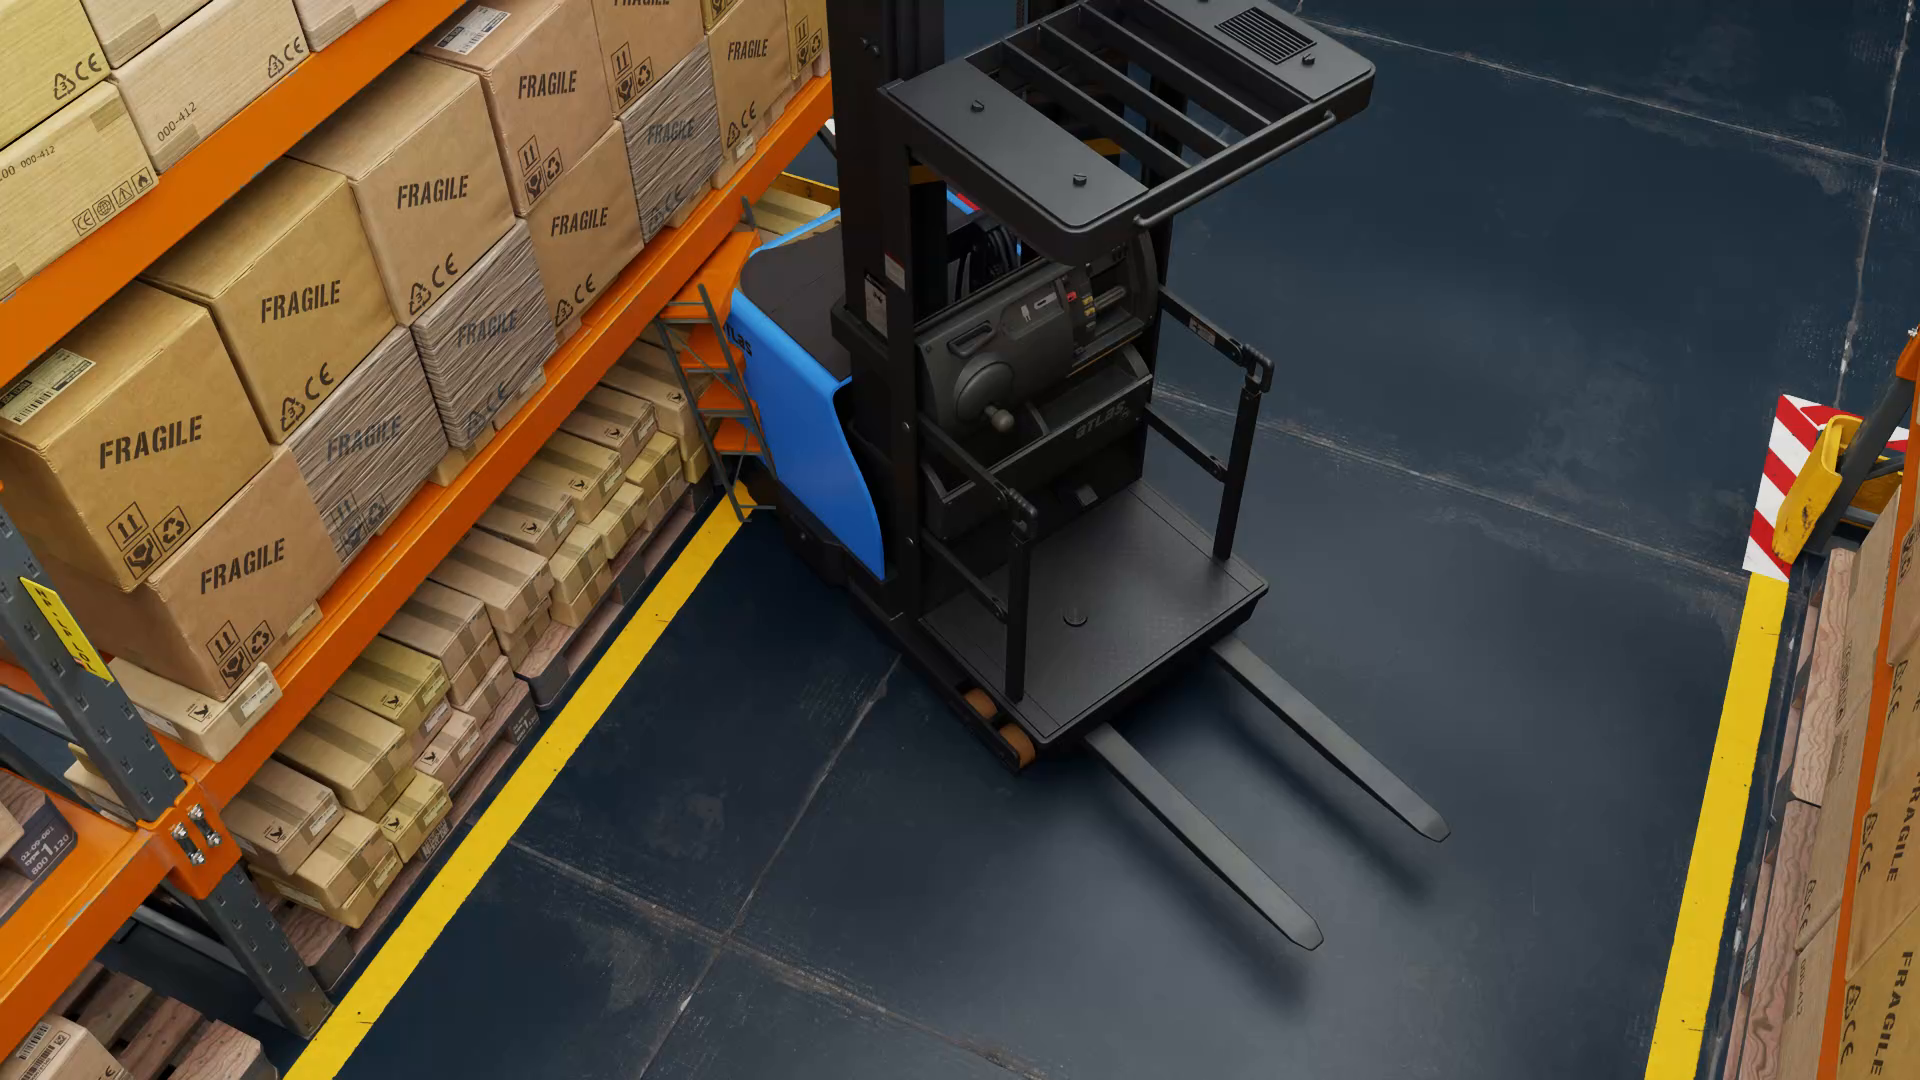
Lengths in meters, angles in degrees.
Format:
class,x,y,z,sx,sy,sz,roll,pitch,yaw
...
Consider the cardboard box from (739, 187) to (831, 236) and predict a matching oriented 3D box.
class,x,y,z,sx,sy,sz,roll,pitch,yaw
cardboard box,-0.757,-1.314,6.919,0.380,0.149,0.250,20,53,16

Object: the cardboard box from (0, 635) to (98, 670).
class,x,y,z,sx,sy,sz,roll,pitch,yaw
cardboard box,-2.558,0.207,4.585,0.380,0.149,0.250,19,52,16

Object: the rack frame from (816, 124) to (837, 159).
class,x,y,z,sx,sy,sz,roll,pitch,yaw
rack frame,-0.759,-2.356,6.601,1.000,3.000,0.127,20,52,16

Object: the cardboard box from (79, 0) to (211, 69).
class,x,y,z,sx,sy,sz,roll,pitch,yaw
cardboard box,-1.828,-1.282,3.488,0.500,0.250,0.500,20,52,16

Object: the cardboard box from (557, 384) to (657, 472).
class,x,y,z,sx,sy,sz,roll,pitch,yaw
cardboard box,-1.357,-0.434,6.171,0.380,0.149,0.250,18,52,15

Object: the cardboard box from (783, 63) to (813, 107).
class,x,y,z,sx,sy,sz,roll,pitch,yaw
cardboard box,-0.783,-1.799,6.292,0.380,0.149,0.250,20,52,16

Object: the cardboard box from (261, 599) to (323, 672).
class,x,y,z,sx,sy,sz,roll,pitch,yaw
cardboard box,-2.008,0.189,4.600,0.380,0.149,0.250,21,53,17

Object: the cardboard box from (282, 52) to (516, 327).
class,x,y,z,sx,sy,sz,roll,pitch,yaw
cardboard box,-1.604,-0.985,4.516,0.500,0.500,0.500,21,53,17

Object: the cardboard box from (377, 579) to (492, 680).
class,x,y,z,sx,sy,sz,roll,pitch,yaw
cardboard box,-1.808,0.276,5.567,0.380,0.149,0.250,19,52,15

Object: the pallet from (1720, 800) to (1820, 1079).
class,x,y,z,sx,sy,sz,roll,pitch,yaw
pallet,2.966,1.501,5.149,1.003,0.211,1.213,20,52,16

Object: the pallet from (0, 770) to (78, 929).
class,x,y,z,sx,sy,sz,roll,pitch,yaw
pallet,-2.926,0.939,3.922,1.003,0.211,1.213,20,52,16

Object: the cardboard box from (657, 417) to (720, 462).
class,x,y,z,sx,sy,sz,roll,pitch,yaw
cardboard box,-1.157,-0.489,6.413,0.380,0.149,0.250,21,53,17

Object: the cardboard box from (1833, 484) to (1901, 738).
class,x,y,z,sx,sy,sz,roll,pitch,yaw
cardboard box,3.568,0.366,5.691,0.875,0.438,0.875,18,52,15

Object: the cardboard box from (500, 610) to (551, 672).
class,x,y,z,sx,sy,sz,roll,pitch,yaw
cardboard box,-1.703,0.281,5.953,0.380,0.149,0.250,18,52,15

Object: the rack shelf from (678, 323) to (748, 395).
class,x,y,z,sx,sy,sz,roll,pitch,yaw
rack shelf,-0.853,-0.760,6.185,0.258,0.148,0.480,2,49,17

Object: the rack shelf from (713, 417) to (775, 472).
class,x,y,z,sx,sy,sz,roll,pitch,yaw
rack shelf,-0.771,-0.478,6.488,0.258,0.148,0.480,2,49,17

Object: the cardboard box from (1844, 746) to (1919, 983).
class,x,y,z,sx,sy,sz,roll,pitch,yaw
cardboard box,2.434,0.797,3.852,0.500,0.500,0.500,19,52,16

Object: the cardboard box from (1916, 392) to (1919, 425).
class,x,y,z,sx,sy,sz,roll,pitch,yaw
cardboard box,3.295,-0.611,5.050,0.500,0.500,0.500,19,52,16

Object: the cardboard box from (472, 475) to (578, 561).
class,x,y,z,sx,sy,sz,roll,pitch,yaw
cardboard box,-1.584,-0.088,5.876,0.380,0.149,0.250,18,52,15

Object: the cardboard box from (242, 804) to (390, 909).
class,x,y,z,sx,sy,sz,roll,pitch,yaw
cardboard box,-2.024,0.944,5.193,0.380,0.149,0.250,22,53,18

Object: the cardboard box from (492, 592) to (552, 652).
class,x,y,z,sx,sy,sz,roll,pitch,yaw
cardboard box,-1.669,0.194,5.831,0.380,0.149,0.250,22,53,18

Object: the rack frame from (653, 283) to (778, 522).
class,x,y,z,sx,sy,sz,roll,pitch,yaw
rack frame,-0.876,-0.474,6.142,0.240,1.200,0.015,2,49,17

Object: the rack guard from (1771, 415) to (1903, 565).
class,x,y,z,sx,sy,sz,roll,pitch,yaw
rack guard,3.770,-0.022,6.255,1.175,0.500,0.348,20,52,16

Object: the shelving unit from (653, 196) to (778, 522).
class,x,y,z,sx,sy,sz,roll,pitch,yaw
shelving unit,-0.823,-0.656,6.297,0.258,1.200,0.503,2,49,17

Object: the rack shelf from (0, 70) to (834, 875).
class,x,y,z,sx,sy,sz,roll,pitch,yaw
rack shelf,-1.614,-0.746,5.703,1.077,0.370,4.000,20,52,16

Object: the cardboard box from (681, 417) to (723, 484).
class,x,y,z,sx,sy,sz,roll,pitch,yaw
cardboard box,-1.151,-0.404,6.536,0.380,0.149,0.250,18,52,14

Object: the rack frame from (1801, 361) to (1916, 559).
class,x,y,z,sx,sy,sz,roll,pitch,yaw
rack frame,3.759,-0.815,5.289,1.000,3.000,0.127,20,52,16

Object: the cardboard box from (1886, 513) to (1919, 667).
class,x,y,z,sx,sy,sz,roll,pitch,yaw
cardboard box,2.870,0.091,4.452,0.500,0.500,0.500,20,52,16

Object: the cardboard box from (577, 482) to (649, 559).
class,x,y,z,sx,sy,sz,roll,pitch,yaw
cardboard box,-1.376,-0.120,6.099,0.380,0.149,0.250,20,53,16

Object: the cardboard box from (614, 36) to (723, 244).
class,x,y,z,sx,sy,sz,roll,pitch,yaw
cardboard box,-1.151,-1.387,5.515,0.500,0.500,0.500,20,52,16

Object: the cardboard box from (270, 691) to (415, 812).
class,x,y,z,sx,sy,sz,roll,pitch,yaw
cardboard box,-1.963,0.653,5.246,0.380,0.149,0.250,22,53,18

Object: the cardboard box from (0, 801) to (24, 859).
class,x,y,z,sx,sy,sz,roll,pitch,yaw
cardboard box,-2.459,0.681,3.905,0.380,0.149,0.250,19,52,15

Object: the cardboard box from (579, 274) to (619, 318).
class,x,y,z,sx,sy,sz,roll,pitch,yaw
cardboard box,-1.372,-0.912,5.537,0.380,0.149,0.250,21,53,17

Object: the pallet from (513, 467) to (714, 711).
class,x,y,z,sx,sy,sz,roll,pitch,yaw
pallet,-1.693,-0.015,6.440,1.003,0.211,1.213,20,52,16

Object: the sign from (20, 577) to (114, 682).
class,x,y,z,sx,sy,sz,roll,pitch,yaw
sign,-1.965,0.201,3.664,0.100,0.325,0.005,20,52,16

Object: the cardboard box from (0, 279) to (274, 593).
class,x,y,z,sx,sy,sz,roll,pitch,yaw
cardboard box,-2.055,-0.286,3.922,0.500,0.500,0.500,21,53,17

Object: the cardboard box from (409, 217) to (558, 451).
class,x,y,z,sx,sy,sz,roll,pitch,yaw
cardboard box,-1.576,-0.668,4.903,0.500,0.500,0.500,19,52,15

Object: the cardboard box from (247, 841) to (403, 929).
class,x,y,z,sx,sy,sz,roll,pitch,yaw
cardboard box,-2.022,1.040,5.307,0.380,0.149,0.250,18,52,15

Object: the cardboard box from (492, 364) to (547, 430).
class,x,y,z,sx,sy,sz,roll,pitch,yaw
cardboard box,-1.533,-0.532,5.213,0.380,0.149,0.250,22,53,18

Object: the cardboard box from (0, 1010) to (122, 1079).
class,x,y,z,sx,sy,sz,roll,pitch,yaw
cardboard box,-2.558,1.424,4.257,0.500,0.250,0.500,19,52,15

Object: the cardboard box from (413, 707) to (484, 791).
class,x,y,z,sx,sy,sz,roll,pitch,yaw
cardboard box,-1.849,0.668,5.623,0.380,0.149,0.250,20,52,16

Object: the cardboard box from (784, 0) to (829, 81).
class,x,y,z,sx,sy,sz,roll,pitch,yaw
cardboard box,-0.719,-2.092,6.115,0.500,0.500,0.500,21,53,17

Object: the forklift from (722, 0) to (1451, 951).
class,x,y,z,sx,sy,sz,roll,pitch,yaw
forklift,0.398,-0.578,5.133,1.130,2.935,3.031,-32,57,-24

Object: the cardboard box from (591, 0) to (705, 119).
class,x,y,z,sx,sy,sz,roll,pitch,yaw
cardboard box,-1.161,-1.703,5.127,0.500,0.500,0.500,22,53,18

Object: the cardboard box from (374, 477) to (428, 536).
class,x,y,z,sx,sy,sz,roll,pitch,yaw
cardboard box,-1.821,-0.197,4.928,0.380,0.149,0.250,18,52,14

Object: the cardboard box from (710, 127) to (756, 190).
class,x,y,z,sx,sy,sz,roll,pitch,yaw
cardboard box,-0.965,-1.439,5.985,0.380,0.149,0.250,21,53,17

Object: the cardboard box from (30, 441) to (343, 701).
class,x,y,z,sx,sy,sz,roll,pitch,yaw
cardboard box,-2.029,0.010,4.326,0.500,0.500,0.500,19,52,15

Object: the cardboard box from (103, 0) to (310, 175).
class,x,y,z,sx,sy,sz,roll,pitch,yaw
cardboard box,-1.826,-1.106,3.666,0.500,0.250,0.500,19,52,16

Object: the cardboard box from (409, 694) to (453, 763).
class,x,y,z,sx,sy,sz,roll,pitch,yaw
cardboard box,-1.926,0.561,5.519,0.380,0.149,0.250,20,52,16

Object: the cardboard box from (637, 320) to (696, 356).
class,x,y,z,sx,sy,sz,roll,pitch,yaw
cardboard box,-1.080,-0.783,6.467,0.380,0.149,0.250,18,52,15

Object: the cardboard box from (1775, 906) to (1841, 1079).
class,x,y,z,sx,sy,sz,roll,pitch,yaw
cardboard box,2.798,1.619,4.624,0.875,0.438,0.875,18,52,15
